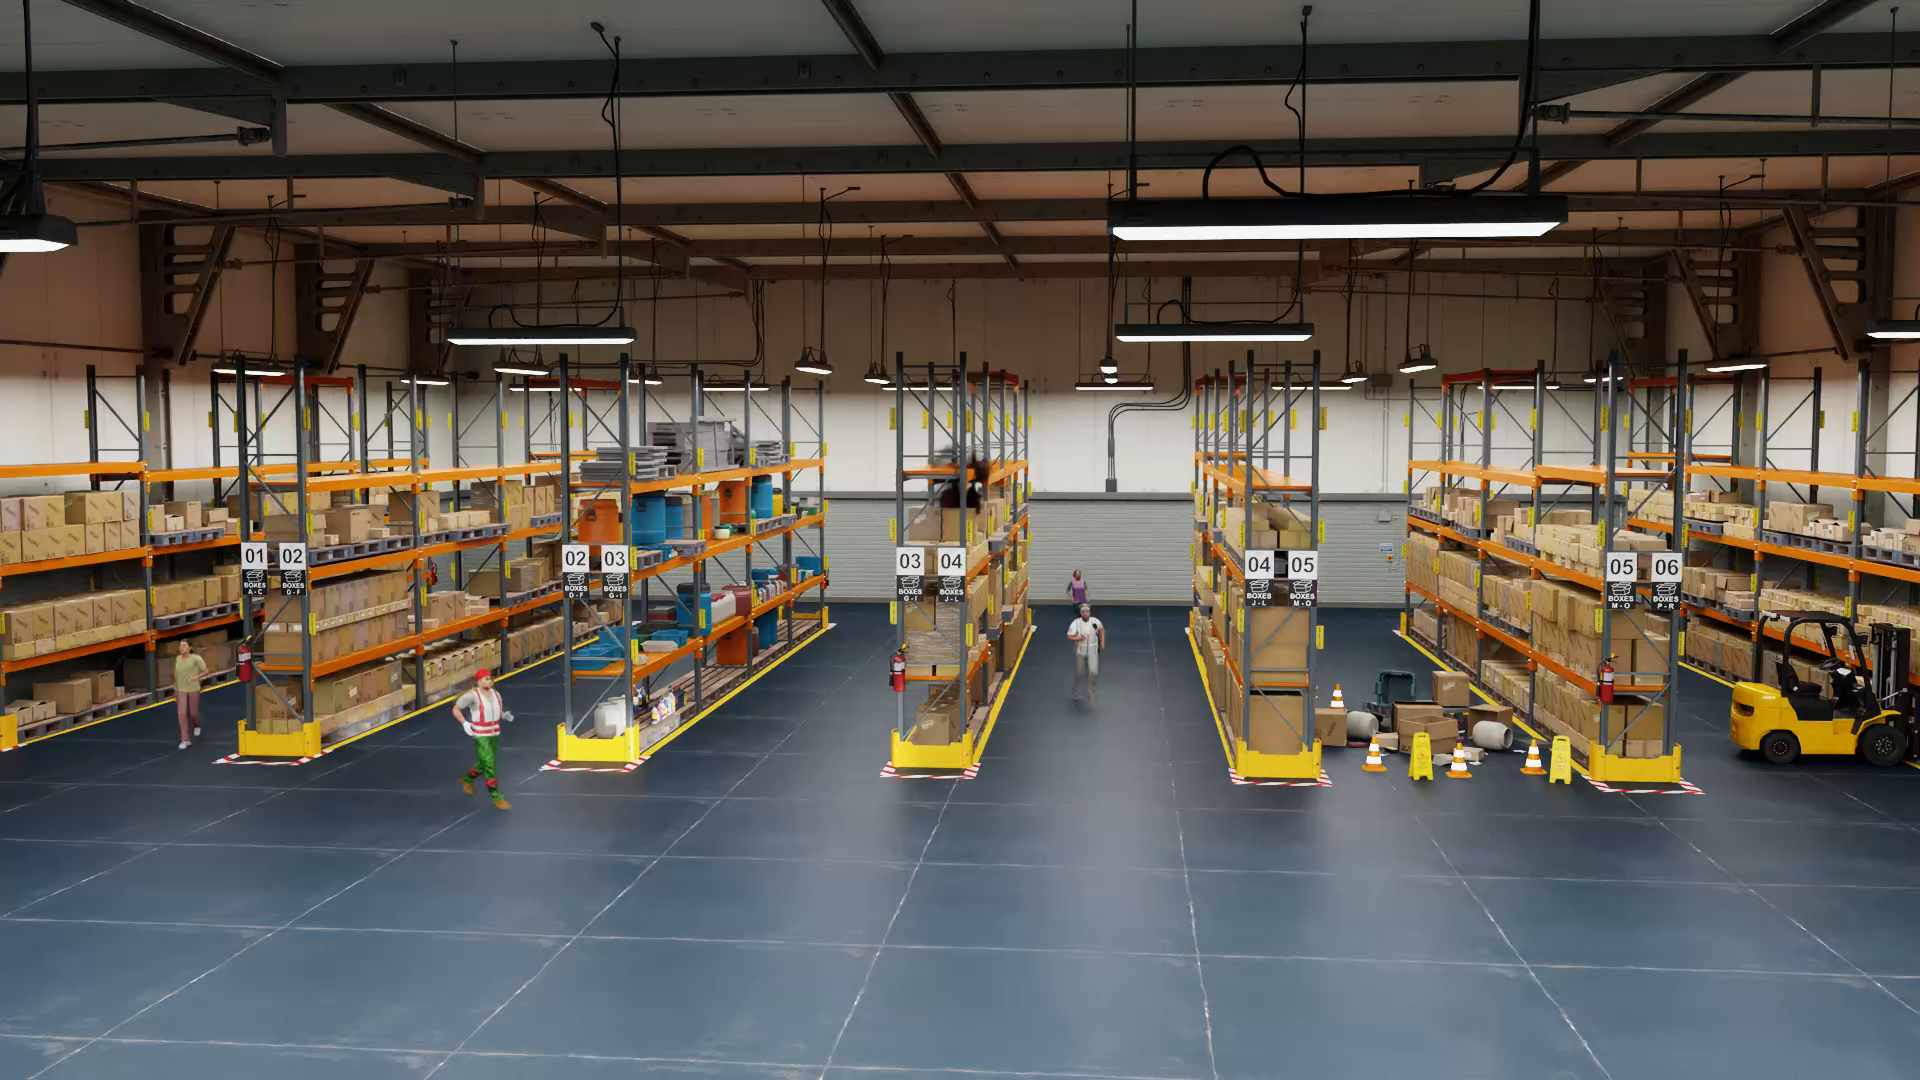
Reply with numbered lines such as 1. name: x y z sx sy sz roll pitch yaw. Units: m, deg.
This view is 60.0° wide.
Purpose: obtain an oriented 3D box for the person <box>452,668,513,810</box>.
1. person: -6.193 2.560 21.642 0.993 1.796 0.655 2 5 31

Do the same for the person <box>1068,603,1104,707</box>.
1. person: 2.242 2.026 29.574 0.673 1.850 0.927 0 4 -1

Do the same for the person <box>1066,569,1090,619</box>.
1. person: 2.759 1.467 38.923 0.554 1.573 0.670 0 4 -4

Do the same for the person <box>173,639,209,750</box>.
1. person: -11.916 2.349 25.744 0.566 1.669 0.834 0 4 -4
